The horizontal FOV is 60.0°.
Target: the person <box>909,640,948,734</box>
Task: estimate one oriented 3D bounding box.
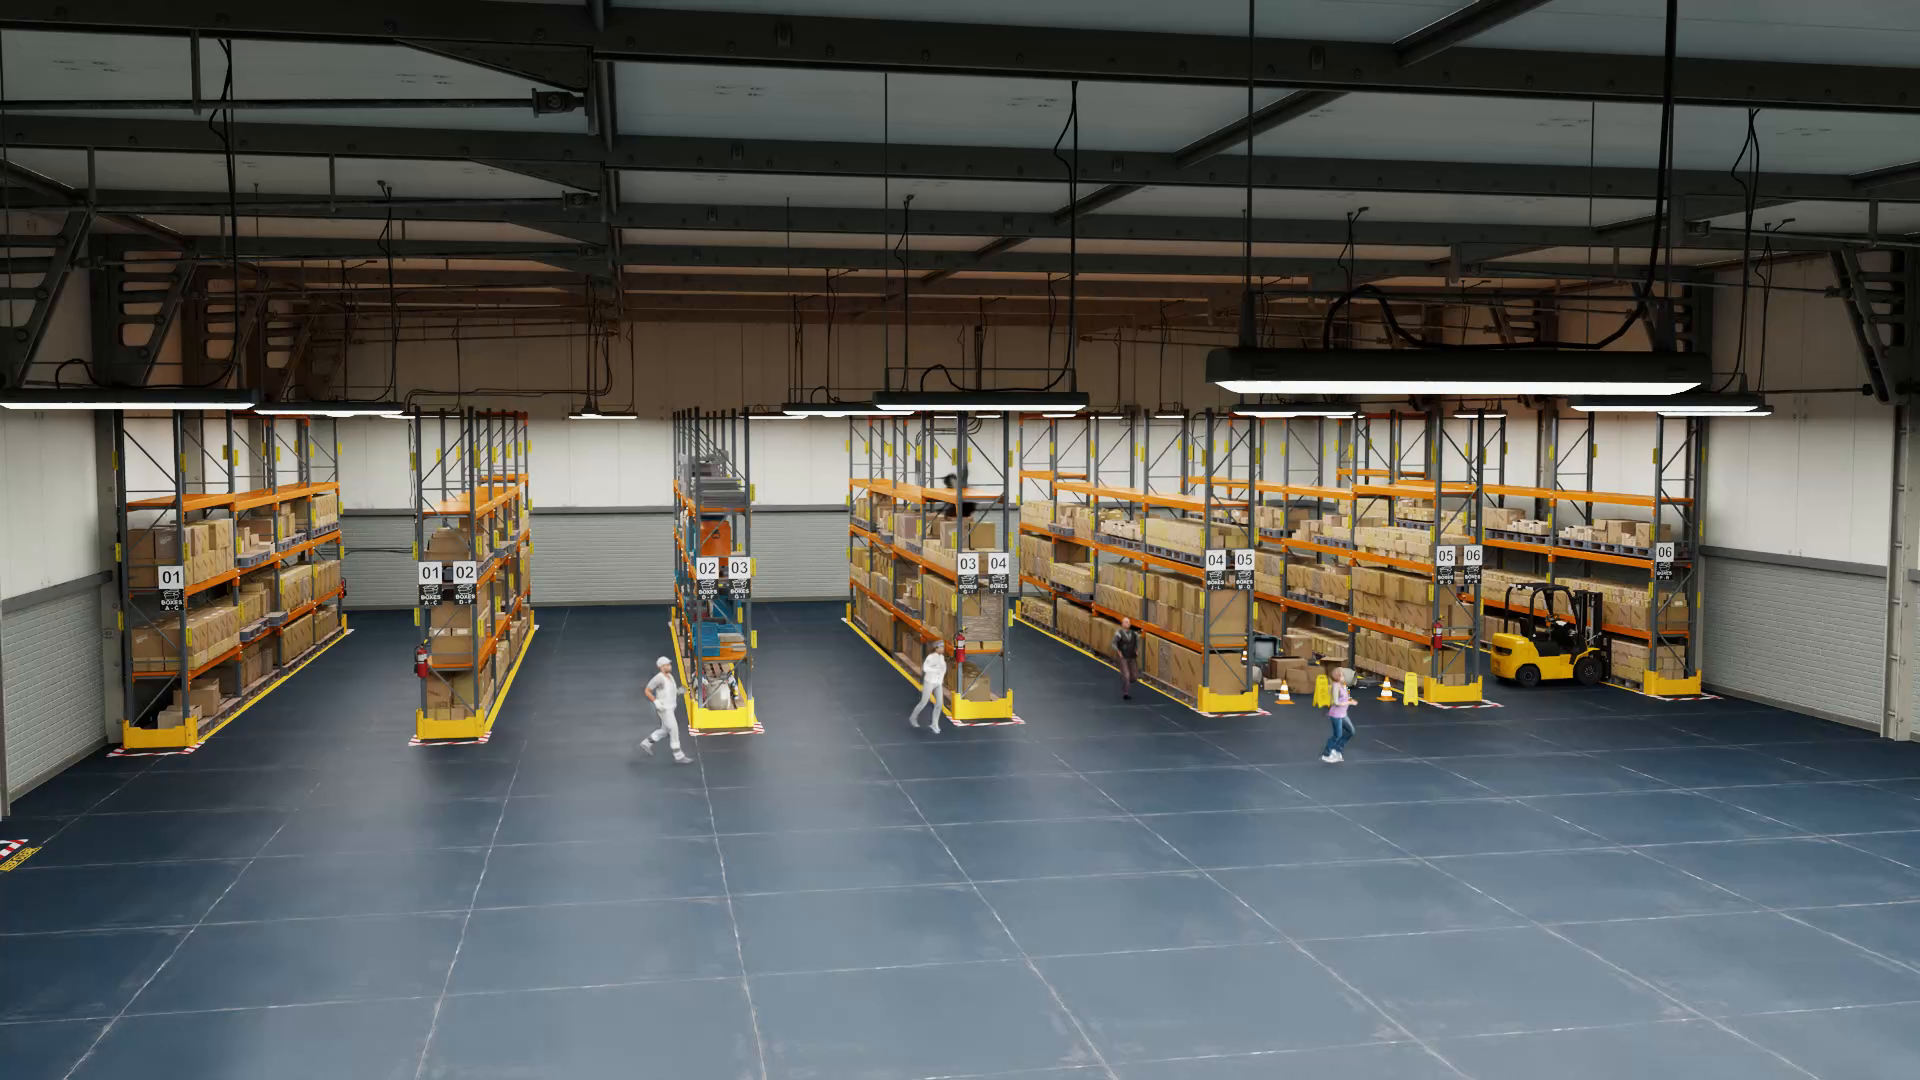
[{"bbox_3d":[-0.477,2.691,30.928,0.626,1.690,0.827,-4,5,-42],"label":"person"}]

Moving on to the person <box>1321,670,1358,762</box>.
[{"bbox_3d":[6.361,2.948,27.804,0.615,1.582,0.519,2,5,27],"label":"person"}]

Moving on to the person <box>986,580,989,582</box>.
[{"bbox_3d":[0.870,1.670,46.106,0.554,1.596,0.776,-1,4,-9],"label":"person"}]

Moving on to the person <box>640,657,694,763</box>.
[{"bbox_3d":[-4.928,2.832,27.827,0.997,1.766,0.663,1,4,12],"label":"person"}]

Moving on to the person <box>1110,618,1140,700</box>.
[{"bbox_3d":[3.428,2.442,34.380,0.659,1.673,0.614,-1,4,-16],"label":"person"}]
